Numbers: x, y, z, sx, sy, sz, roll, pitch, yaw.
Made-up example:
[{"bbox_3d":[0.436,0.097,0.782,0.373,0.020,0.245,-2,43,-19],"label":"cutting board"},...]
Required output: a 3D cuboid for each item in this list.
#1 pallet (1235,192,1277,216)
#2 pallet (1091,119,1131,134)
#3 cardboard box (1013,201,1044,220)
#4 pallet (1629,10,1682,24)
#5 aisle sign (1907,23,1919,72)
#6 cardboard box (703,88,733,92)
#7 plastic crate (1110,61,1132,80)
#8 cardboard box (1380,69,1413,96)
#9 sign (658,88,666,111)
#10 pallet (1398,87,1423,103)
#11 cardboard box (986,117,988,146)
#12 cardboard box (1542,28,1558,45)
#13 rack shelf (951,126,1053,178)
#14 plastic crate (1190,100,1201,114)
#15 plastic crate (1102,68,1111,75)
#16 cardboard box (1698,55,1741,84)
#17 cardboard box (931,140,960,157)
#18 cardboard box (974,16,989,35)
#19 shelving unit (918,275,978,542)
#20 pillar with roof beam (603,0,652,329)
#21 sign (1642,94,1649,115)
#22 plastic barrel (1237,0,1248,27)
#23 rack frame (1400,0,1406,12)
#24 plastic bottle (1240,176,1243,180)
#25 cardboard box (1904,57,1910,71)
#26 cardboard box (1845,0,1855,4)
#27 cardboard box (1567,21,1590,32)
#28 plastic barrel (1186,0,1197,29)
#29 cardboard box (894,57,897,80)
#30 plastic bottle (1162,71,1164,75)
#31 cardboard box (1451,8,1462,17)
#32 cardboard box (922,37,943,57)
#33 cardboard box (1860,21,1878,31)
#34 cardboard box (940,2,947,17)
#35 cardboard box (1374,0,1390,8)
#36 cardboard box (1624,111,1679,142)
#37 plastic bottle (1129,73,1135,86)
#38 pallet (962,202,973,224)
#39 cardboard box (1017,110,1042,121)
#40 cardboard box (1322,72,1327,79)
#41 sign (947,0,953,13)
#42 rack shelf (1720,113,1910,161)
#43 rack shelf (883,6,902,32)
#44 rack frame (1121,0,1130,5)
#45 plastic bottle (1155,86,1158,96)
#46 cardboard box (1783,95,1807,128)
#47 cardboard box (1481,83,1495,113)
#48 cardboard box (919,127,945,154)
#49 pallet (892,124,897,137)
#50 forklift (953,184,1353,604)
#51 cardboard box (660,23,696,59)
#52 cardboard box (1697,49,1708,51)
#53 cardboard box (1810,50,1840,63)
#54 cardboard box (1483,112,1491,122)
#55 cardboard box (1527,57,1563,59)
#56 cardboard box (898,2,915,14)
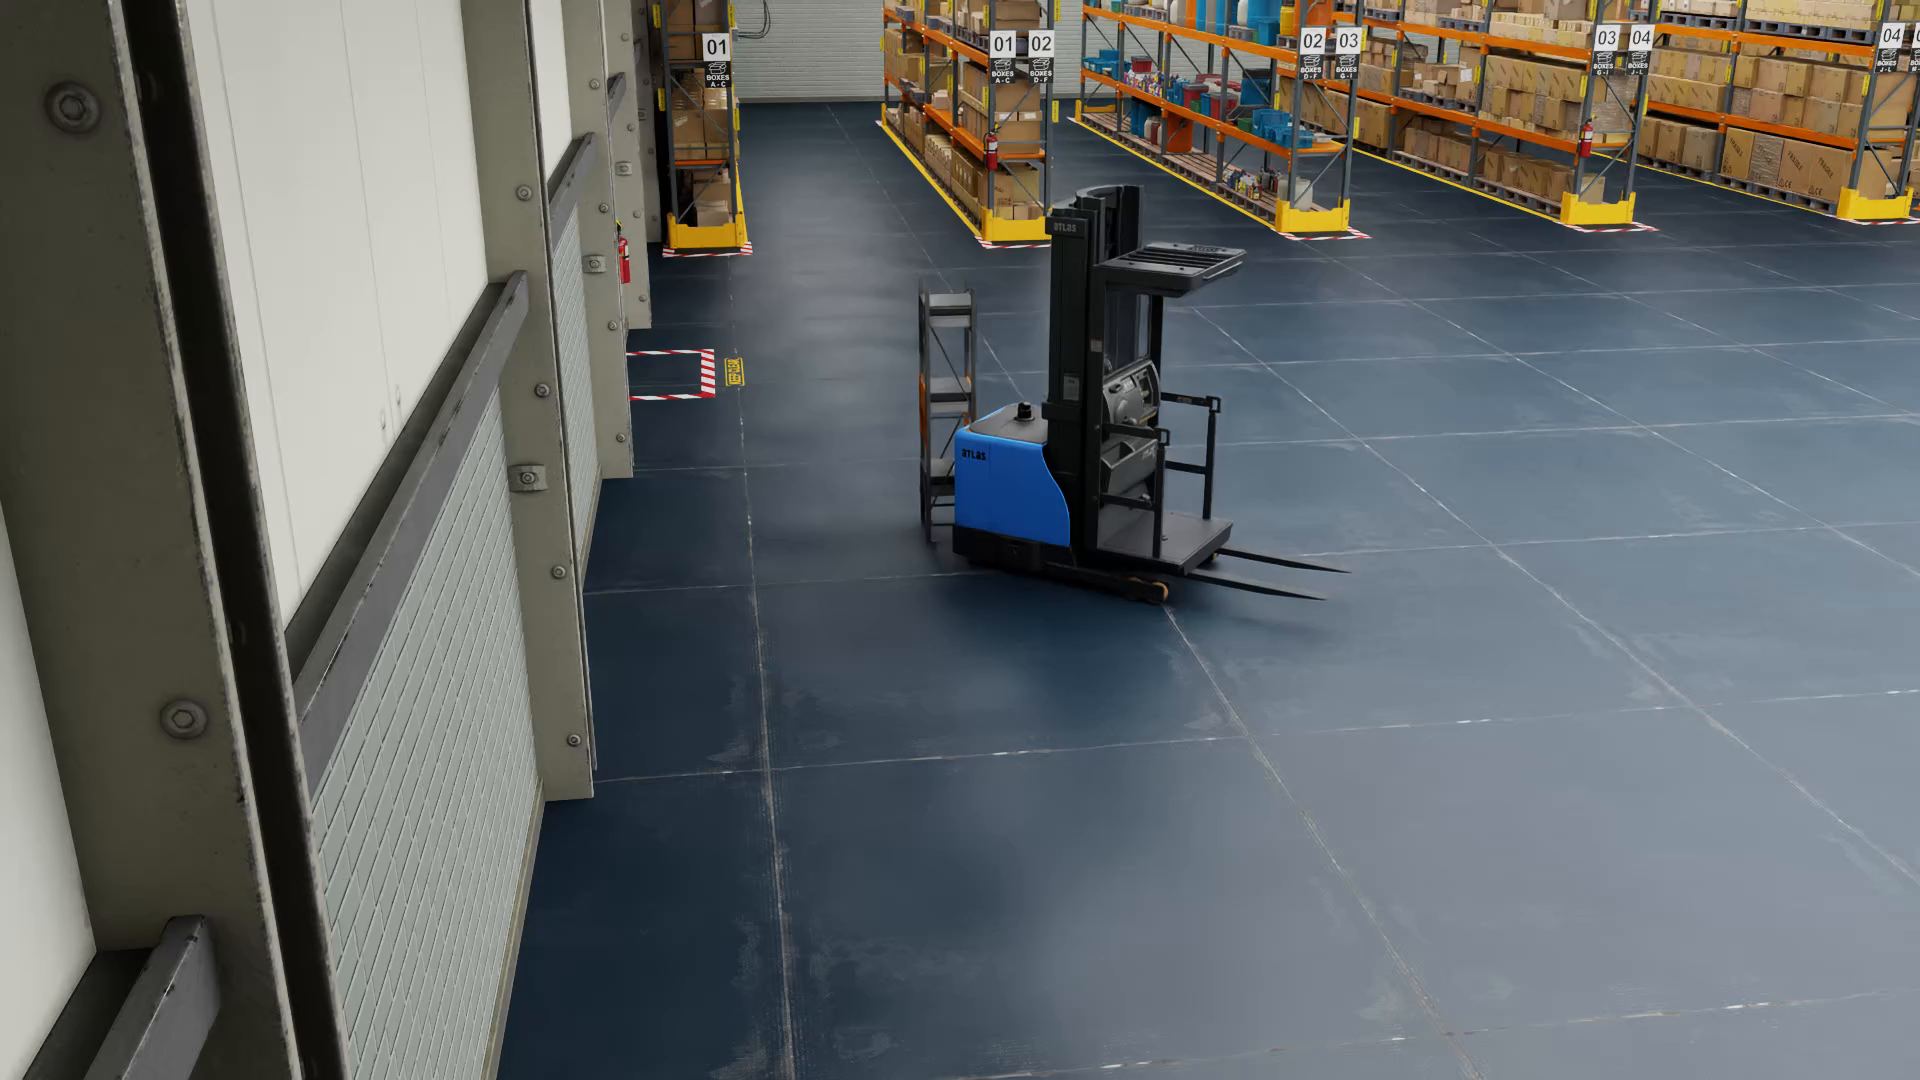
[{"bbox_3d":[5.502,-5.918,29.258,1.003,0.211,1.213,-3,21,-8],"label":"pallet"},{"bbox_3d":[3.791,-10.021,40.246,1.003,0.211,1.213,-3,21,-8],"label":"pallet"},{"bbox_3d":[1.085,-5.354,27.093,0.500,0.250,0.500,-3,21,-8],"label":"cardboard box"},{"bbox_3d":[14.660,-10.828,34.404,1.213,0.211,1.003,-2,21,-5],"label":"pallet"},{"bbox_3d":[15.975,-8.170,27.589,0.394,0.787,0.004,-3,21,-8],"label":"aisle sign"},{"bbox_3d":[-4.162,-7.524,28.689,0.500,0.500,0.500,-3,21,-8],"label":"cardboard box"},{"bbox_3d":[3.709,-10.817,38.327,0.392,0.384,0.575,-3,21,-8],"label":"plastic crate"},{"bbox_3d":[9.276,-9.722,35.315,0.500,0.500,0.500,-2,21,-6],"label":"cardboard box"},{"bbox_3d":[-4.512,-6.667,25.172,0.100,0.325,0.005,-3,21,-8],"label":"sign"},{"bbox_3d":[9.800,-9.185,34.296,1.213,0.211,1.003,-3,21,-8],"label":"pallet"},{"bbox_3d":[0.807,-6.639,27.062,0.700,0.500,0.500,-2,21,-6],"label":"cardboard box"},{"bbox_3d":[10.284,-8.586,28.345,0.500,0.250,0.500,-2,21,-7],"label":"cardboard box"},{"bbox_3d":[0.654,-6.604,28.138,1.077,0.370,4.000,-3,21,-8],"label":"rack shelf"},{"bbox_3d":[4.737,-8.371,32.145,0.450,0.188,0.662,-3,21,-8],"label":"plastic crate"},{"bbox_3d":[3.566,-11.144,39.557,0.293,0.136,0.466,-3,21,-8],"label":"plastic crate"},{"bbox_3d":[14.938,-9.212,32.521,0.700,0.500,0.500,-3,21,-9],"label":"cardboard box"},{"bbox_3d":[-0.271,-7.635,32.400,0.500,0.311,0.500,-3,21,-9],"label":"cardboard box"},{"bbox_3d":[0.515,-8.231,26.594,0.500,0.250,0.500,-3,21,-8],"label":"cardboard box"},{"bbox_3d":[-0.101,-1.060,13.554,0.431,2.100,0.503,-2,21,-6],"label":"shelving unit"},{"bbox_3d":[0.208,-7.146,19.988,9.100,9.000,0.400,-3,21,-8],"label":"pillar with roof beam"},{"bbox_3d":[11.282,-7.180,27.415,0.100,0.325,0.005,-3,21,-8],"label":"sign"},{"bbox_3d":[5.135,-9.377,29.488,0.421,0.512,0.421,0,20,0],"label":"plastic barrel"},{"bbox_3d":[9.592,-12.327,33.859,1.000,3.000,0.127,-3,21,-8],"label":"rack frame"},{"bbox_3d":[5.059,-6.395,29.822,0.097,0.271,0.097,0,20,0],"label":"plastic bottle"},{"bbox_3d":[19.540,-9.513,33.732,0.500,0.500,0.500,-2,21,-6],"label":"cardboard box"},{"bbox_3d":[15.212,-9.141,28.093,0.380,0.149,0.250,-3,21,-7],"label":"cardboard box"},{"bbox_3d":[10.327,-8.534,27.636,0.380,0.149,0.250,-4,21,-10],"label":"cardboard box"},{"bbox_3d":[4.689,-10.351,32.243,0.600,0.830,0.708,-3,21,-8],"label":"plastic barrel"},{"bbox_3d":[-1.266,-10.966,38.648,0.500,0.500,0.500,-2,21,-7],"label":"cardboard box"},{"bbox_3d":[4.570,-10.327,37.149,0.144,0.351,0.185,-3,21,-8],"label":"plastic bottle"},{"bbox_3d":[9.799,-10.268,32.368,0.380,0.166,0.250,-3,21,-9],"label":"cardboard box"},{"bbox_3d":[-0.578,-11.096,37.565,0.500,0.500,0.500,-2,21,-6],"label":"cardboard box"},{"bbox_3d":[15.285,-8.591,27.760,0.380,0.149,0.250,-3,21,-8],"label":"cardboard box"},{"bbox_3d":[-0.090,-10.396,32.590,0.500,0.250,0.500,-4,21,-12],"label":"cardboard box"},{"bbox_3d":[9.221,-11.667,35.637,0.500,0.500,0.500,-2,21,-5],"label":"cardboard box"},{"bbox_3d":[14.513,-8.659,35.228,1.050,0.750,0.750,-3,21,-8],"label":"cardboard box"},{"bbox_3d":[3.857,-10.287,37.150,0.152,0.276,0.135,-3,21,-8],"label":"plastic bottle"},{"bbox_3d":[0.618,-5.626,28.478,1.003,0.211,1.213,-3,21,-8],"label":"pallet"},{"bbox_3d":[1.098,-6.746,26.420,0.380,0.149,0.250,-3,21,-8],"label":"cardboard box"},{"bbox_3d":[8.647,-10.873,38.899,0.380,0.149,0.250,-3,21,-7],"label":"cardboard box"},{"bbox_3d":[-0.170,-9.397,29.114,0.100,0.325,0.005,-3,21,-8],"label":"sign"},{"bbox_3d":[15.380,-7.317,30.049,1.077,0.370,4.000,-3,21,-8],"label":"rack shelf"},{"bbox_3d":[-1.076,-12.164,38.738,1.077,0.370,4.000,-3,21,-8],"label":"rack shelf"},{"bbox_3d":[4.114,-13.462,36.898,1.000,3.000,0.127,-3,21,-8],"label":"rack frame"},{"bbox_3d":[4.164,-9.447,35.006,0.097,0.201,0.097,0,20,0],"label":"plastic bottle"},{"bbox_3d":[15.395,-7.729,29.909,0.875,0.550,0.500,-3,21,-8],"label":"cardboard box"},{"bbox_3d":[10.172,-8.159,30.706,0.875,0.500,0.500,-3,21,-8],"label":"cardboard box"},{"bbox_3d":[-0.579,-8.365,34.770,0.500,0.500,0.500,-2,21,-6],"label":"cardboard box"},{"bbox_3d":[-1.065,-9.758,39.541,1.003,0.211,1.213,-3,21,-8],"label":"pallet"},{"bbox_3d":[1.476,-1.104,12.483,3.031,2.935,1.130,11,23,28],"label":"forklift"},{"bbox_3d":[-4.270,-7.590,25.293,0.500,0.500,0.500,-1,21,-4],"label":"cardboard box"},{"bbox_3d":[18.422,-11.774,40.809,0.500,0.500,0.500,-3,21,-9],"label":"cardboard box"},{"bbox_3d":[19.065,-10.697,36.499,0.500,0.500,0.500,-3,21,-9],"label":"cardboard box"},{"bbox_3d":[9.925,-7.837,30.771,0.380,0.149,0.250,-3,21,-8],"label":"cardboard box"},{"bbox_3d":[10.579,-8.471,30.113,0.500,0.500,0.500,-3,21,-8],"label":"cardboard box"},{"bbox_3d":[-1.121,-11.893,37.199,0.500,0.250,0.500,-3,21,-8],"label":"cardboard box"}]
